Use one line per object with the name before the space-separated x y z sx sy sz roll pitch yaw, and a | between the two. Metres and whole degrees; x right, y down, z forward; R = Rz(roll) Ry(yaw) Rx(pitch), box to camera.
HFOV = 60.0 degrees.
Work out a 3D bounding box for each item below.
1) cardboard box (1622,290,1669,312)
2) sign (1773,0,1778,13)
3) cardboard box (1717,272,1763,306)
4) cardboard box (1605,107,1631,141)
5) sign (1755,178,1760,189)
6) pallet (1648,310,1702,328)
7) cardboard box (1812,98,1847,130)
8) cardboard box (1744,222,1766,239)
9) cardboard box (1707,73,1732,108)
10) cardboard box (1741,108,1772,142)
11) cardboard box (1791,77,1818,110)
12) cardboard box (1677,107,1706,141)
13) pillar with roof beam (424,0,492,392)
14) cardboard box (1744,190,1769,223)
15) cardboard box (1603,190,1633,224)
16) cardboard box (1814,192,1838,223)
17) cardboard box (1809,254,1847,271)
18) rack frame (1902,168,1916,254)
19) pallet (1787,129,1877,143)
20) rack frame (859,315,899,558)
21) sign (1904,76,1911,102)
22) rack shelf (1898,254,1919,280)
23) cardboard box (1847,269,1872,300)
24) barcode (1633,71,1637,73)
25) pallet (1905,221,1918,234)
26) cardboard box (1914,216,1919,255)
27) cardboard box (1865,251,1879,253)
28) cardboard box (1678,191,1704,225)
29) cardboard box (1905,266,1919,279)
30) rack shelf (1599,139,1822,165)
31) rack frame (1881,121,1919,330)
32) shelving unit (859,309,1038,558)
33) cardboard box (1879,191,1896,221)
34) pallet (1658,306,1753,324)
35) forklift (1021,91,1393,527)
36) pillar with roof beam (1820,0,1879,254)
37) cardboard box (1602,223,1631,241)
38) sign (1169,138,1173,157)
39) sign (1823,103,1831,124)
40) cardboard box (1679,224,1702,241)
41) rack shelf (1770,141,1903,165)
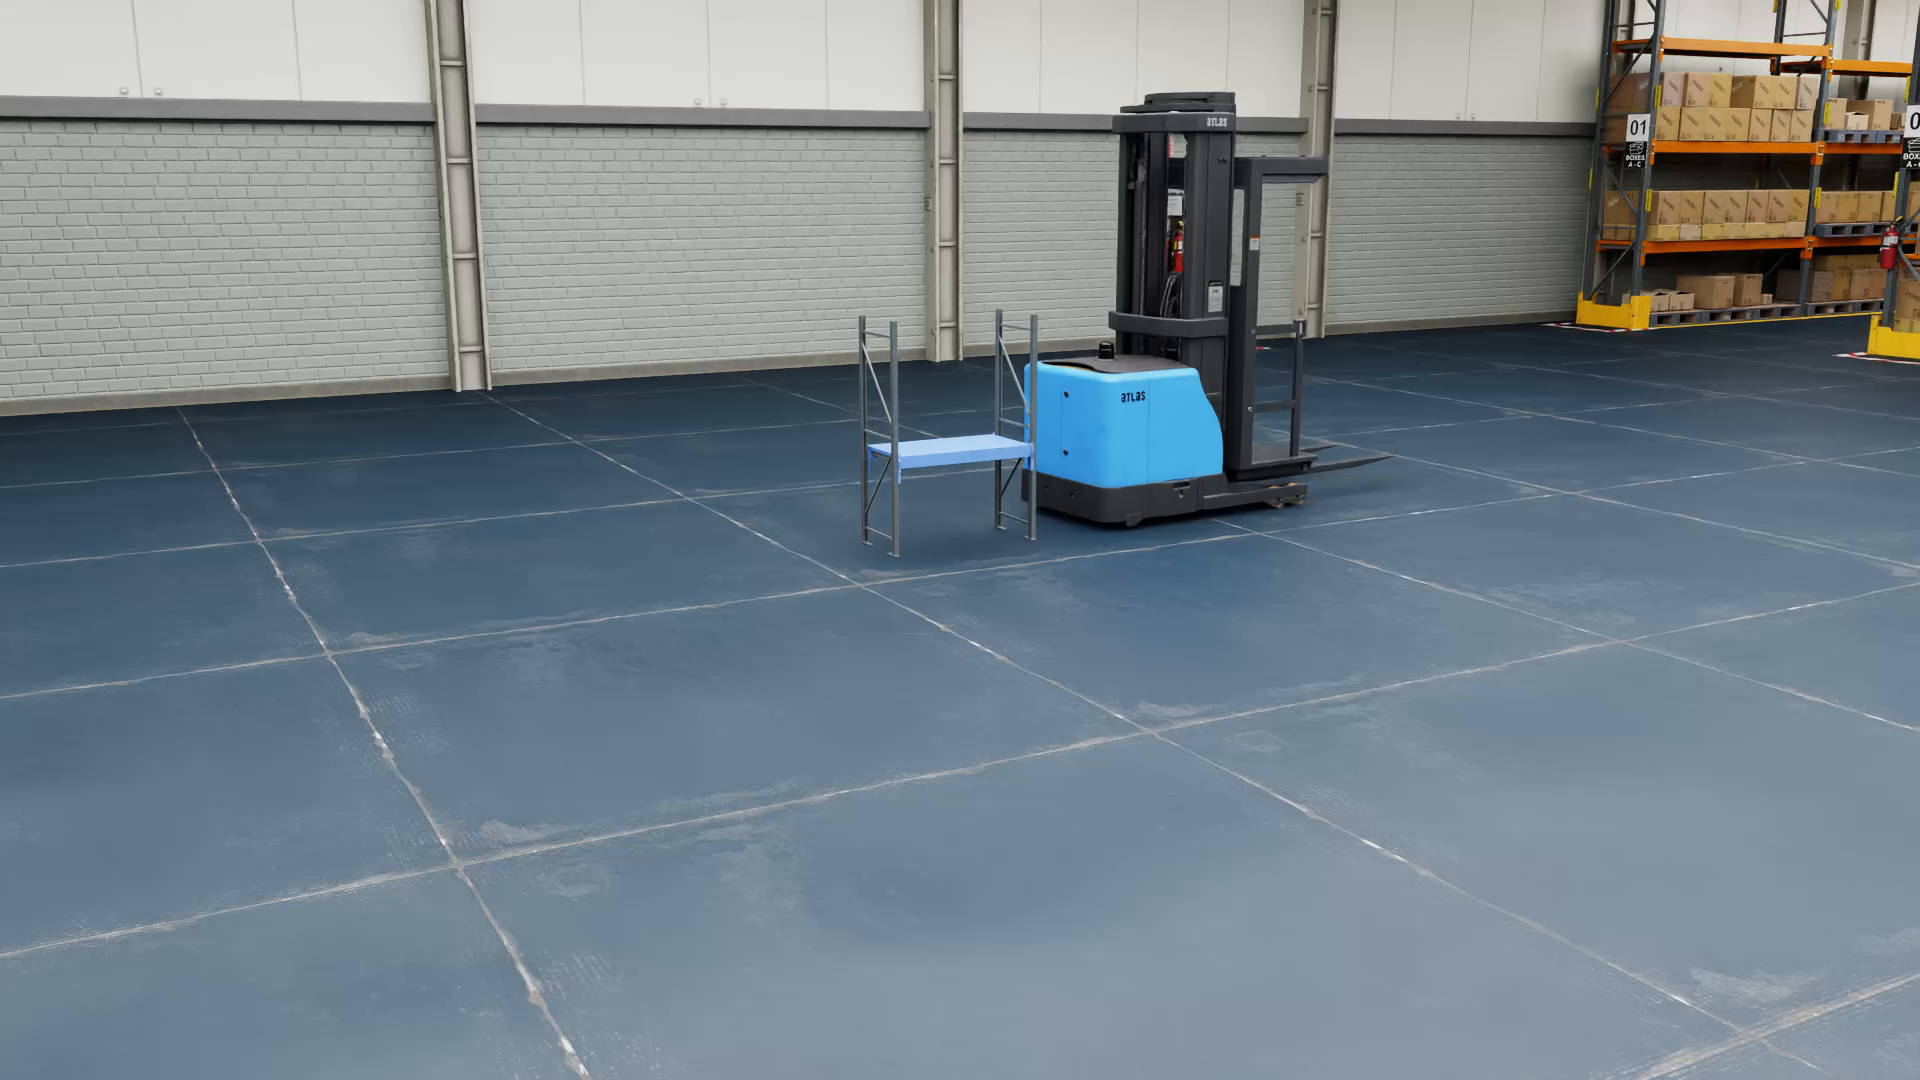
cardboard box | 10.775 -3.767 26.138 0.500 0.311 0.500 -9 15 -34
sign | 13.364 -8.796 27.209 0.005 0.325 0.100 -7 14 -28
cardboard box | 12.744 -4.108 27.222 0.500 0.500 0.500 -8 15 -32
cardboard box | 10.369 -6.423 25.714 0.500 0.500 0.500 -6 14 -24
sign | 13.366 -5.901 27.861 0.005 0.325 0.100 -7 14 -28
pallet | 10.921 -3.535 26.336 1.213 0.211 1.003 -7 14 -28
cardboard box | 14.154 -6.989 27.316 0.500 0.500 0.500 -5 13 -20
cardboard box | 12.490 -4.951 26.574 0.500 0.250 0.500 -7 14 -28
cardboard box | 11.488 -6.911 25.605 0.500 0.500 0.500 -6 14 -26
cardboard box | 12.392 -6.534 26.208 0.500 0.500 0.500 -7 15 -30
cardboard box | 13.326 -7.134 26.596 0.500 0.500 0.500 -8 15 -33
cardboard box | 11.026 -6.367 25.465 0.500 0.500 0.500 -6 14 -24
pillar with roof beam | -3.412 -5.253 13.954 0.400 9.000 9.100 -7 14 -28
cardboard box | 12.486 -5.318 26.497 0.500 0.500 0.500 -7 15 -29
cardboard box | 10.436 -5.202 25.979 0.500 0.500 0.500 -7 14 -28
cardboard box | 14.099 -5.540 27.664 0.500 0.500 0.700 -7 14 -28
cardboard box | 14.658 -4.718 28.226 0.500 0.250 0.500 -7 15 -29
rack frame | 17.146 -5.650 29.385 0.127 3.000 1.000 -7 14 -28
pallet | 14.228 -6.646 27.404 1.003 0.211 1.213 -7 14 -28
rack frame | -0.521 -0.669 10.667 0.032 1.500 0.500 -7 14 -28
sign | 12.254 -5.817 21.458 0.005 0.325 0.100 -7 14 -28
rack shelf | 14.257 -3.714 22.419 4.000 0.370 1.077 -7 14 -28
cardboard box | 15.170 -4.415 28.588 0.500 0.500 0.700 -7 14 -27
barcode | 10.508 -7.273 25.889 0.075 0.075 0.001 -7 14 -28
pallet | 16.572 -5.461 28.981 1.003 0.211 1.213 -7 14 -28
cardboard box | 12.917 -3.950 21.601 0.500 0.500 0.700 -7 14 -28
cardboard box | 16.009 -4.878 28.935 0.500 0.250 0.500 -7 14 -27
cardboard box | 11.126 -5.154 25.765 0.500 0.500 0.500 -7 14 -28
cardboard box | 16.539 -4.560 29.230 0.500 0.500 0.700 -7 14 -27
rack shelf | 11.880 -6.132 26.330 4.000 0.370 1.077 -7 14 -28
rack frame | 12.501 -3.855 21.405 0.127 3.000 1.000 -7 14 -28
shelving unit | -0.075 -0.723 10.905 1.048 1.500 0.538 -7 14 -28
cardboard box | 15.656 -5.727 28.496 0.500 0.500 0.700 -7 14 -28
pallet | 11.991 -3.663 26.903 1.213 0.211 1.003 -7 14 -28
forklift | 1.953 -1.748 12.200 3.031 2.935 1.130 -8 15 -33
pillar with roof beam | 17.654 -7.778 25.173 0.400 9.000 9.100 -7 14 -28
cardboard box | 10.442 -4.832 26.044 0.500 0.250 0.500 -7 14 -27
sign | 2.816 -5.315 22.613 0.199 0.298 0.001 -7 14 -28
sign | 13.902 -6.841 26.668 0.005 0.325 0.100 -7 14 -28
cardboard box | 11.154 -4.793 25.871 0.500 0.250 0.500 -7 15 -30
rack shelf | 15.391 -6.552 28.199 4.000 0.370 1.077 -7 14 -28
